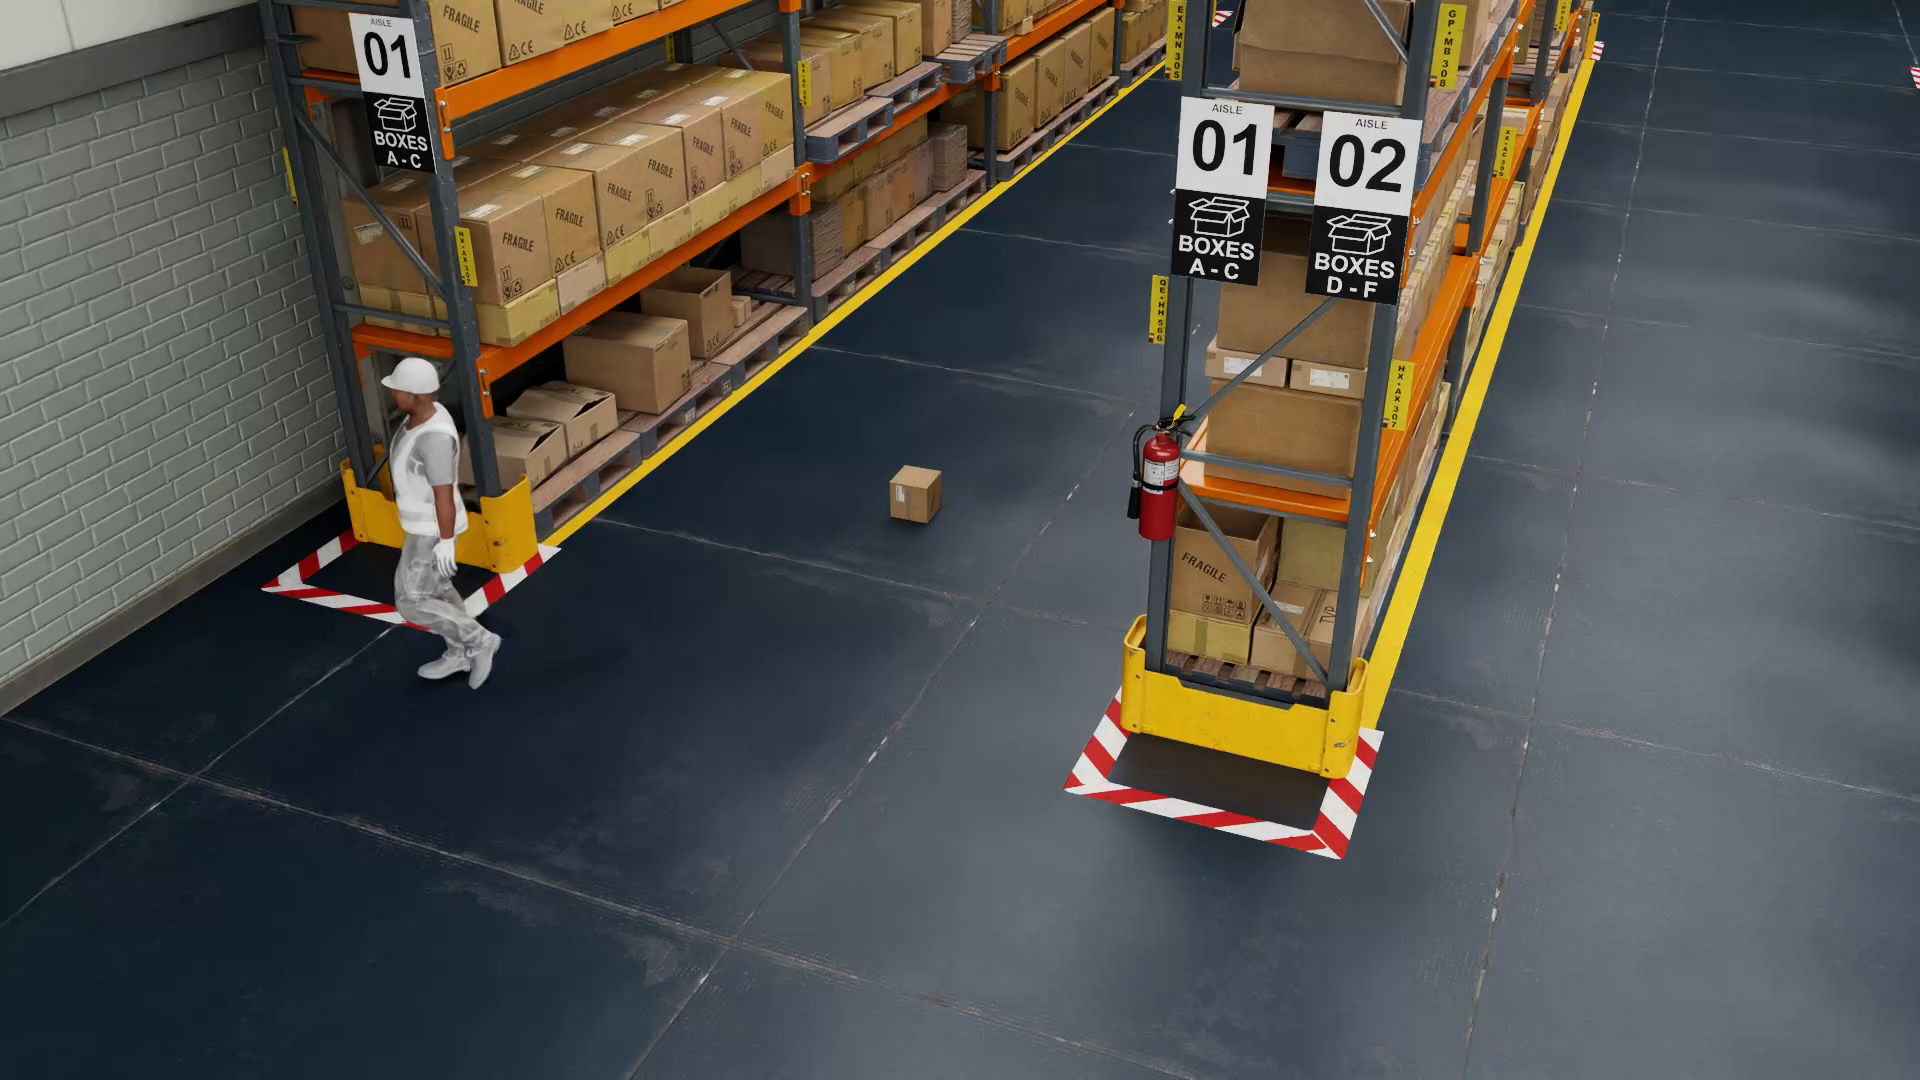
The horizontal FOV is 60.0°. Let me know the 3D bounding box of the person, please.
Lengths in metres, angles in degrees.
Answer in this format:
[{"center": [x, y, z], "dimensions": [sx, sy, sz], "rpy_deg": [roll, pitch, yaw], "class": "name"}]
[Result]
[{"center": [-2.696, -0.077, 8.461], "dimensions": [0.483, 1.771, 0.609], "rpy_deg": [-11, 31, -19], "class": "person"}]
